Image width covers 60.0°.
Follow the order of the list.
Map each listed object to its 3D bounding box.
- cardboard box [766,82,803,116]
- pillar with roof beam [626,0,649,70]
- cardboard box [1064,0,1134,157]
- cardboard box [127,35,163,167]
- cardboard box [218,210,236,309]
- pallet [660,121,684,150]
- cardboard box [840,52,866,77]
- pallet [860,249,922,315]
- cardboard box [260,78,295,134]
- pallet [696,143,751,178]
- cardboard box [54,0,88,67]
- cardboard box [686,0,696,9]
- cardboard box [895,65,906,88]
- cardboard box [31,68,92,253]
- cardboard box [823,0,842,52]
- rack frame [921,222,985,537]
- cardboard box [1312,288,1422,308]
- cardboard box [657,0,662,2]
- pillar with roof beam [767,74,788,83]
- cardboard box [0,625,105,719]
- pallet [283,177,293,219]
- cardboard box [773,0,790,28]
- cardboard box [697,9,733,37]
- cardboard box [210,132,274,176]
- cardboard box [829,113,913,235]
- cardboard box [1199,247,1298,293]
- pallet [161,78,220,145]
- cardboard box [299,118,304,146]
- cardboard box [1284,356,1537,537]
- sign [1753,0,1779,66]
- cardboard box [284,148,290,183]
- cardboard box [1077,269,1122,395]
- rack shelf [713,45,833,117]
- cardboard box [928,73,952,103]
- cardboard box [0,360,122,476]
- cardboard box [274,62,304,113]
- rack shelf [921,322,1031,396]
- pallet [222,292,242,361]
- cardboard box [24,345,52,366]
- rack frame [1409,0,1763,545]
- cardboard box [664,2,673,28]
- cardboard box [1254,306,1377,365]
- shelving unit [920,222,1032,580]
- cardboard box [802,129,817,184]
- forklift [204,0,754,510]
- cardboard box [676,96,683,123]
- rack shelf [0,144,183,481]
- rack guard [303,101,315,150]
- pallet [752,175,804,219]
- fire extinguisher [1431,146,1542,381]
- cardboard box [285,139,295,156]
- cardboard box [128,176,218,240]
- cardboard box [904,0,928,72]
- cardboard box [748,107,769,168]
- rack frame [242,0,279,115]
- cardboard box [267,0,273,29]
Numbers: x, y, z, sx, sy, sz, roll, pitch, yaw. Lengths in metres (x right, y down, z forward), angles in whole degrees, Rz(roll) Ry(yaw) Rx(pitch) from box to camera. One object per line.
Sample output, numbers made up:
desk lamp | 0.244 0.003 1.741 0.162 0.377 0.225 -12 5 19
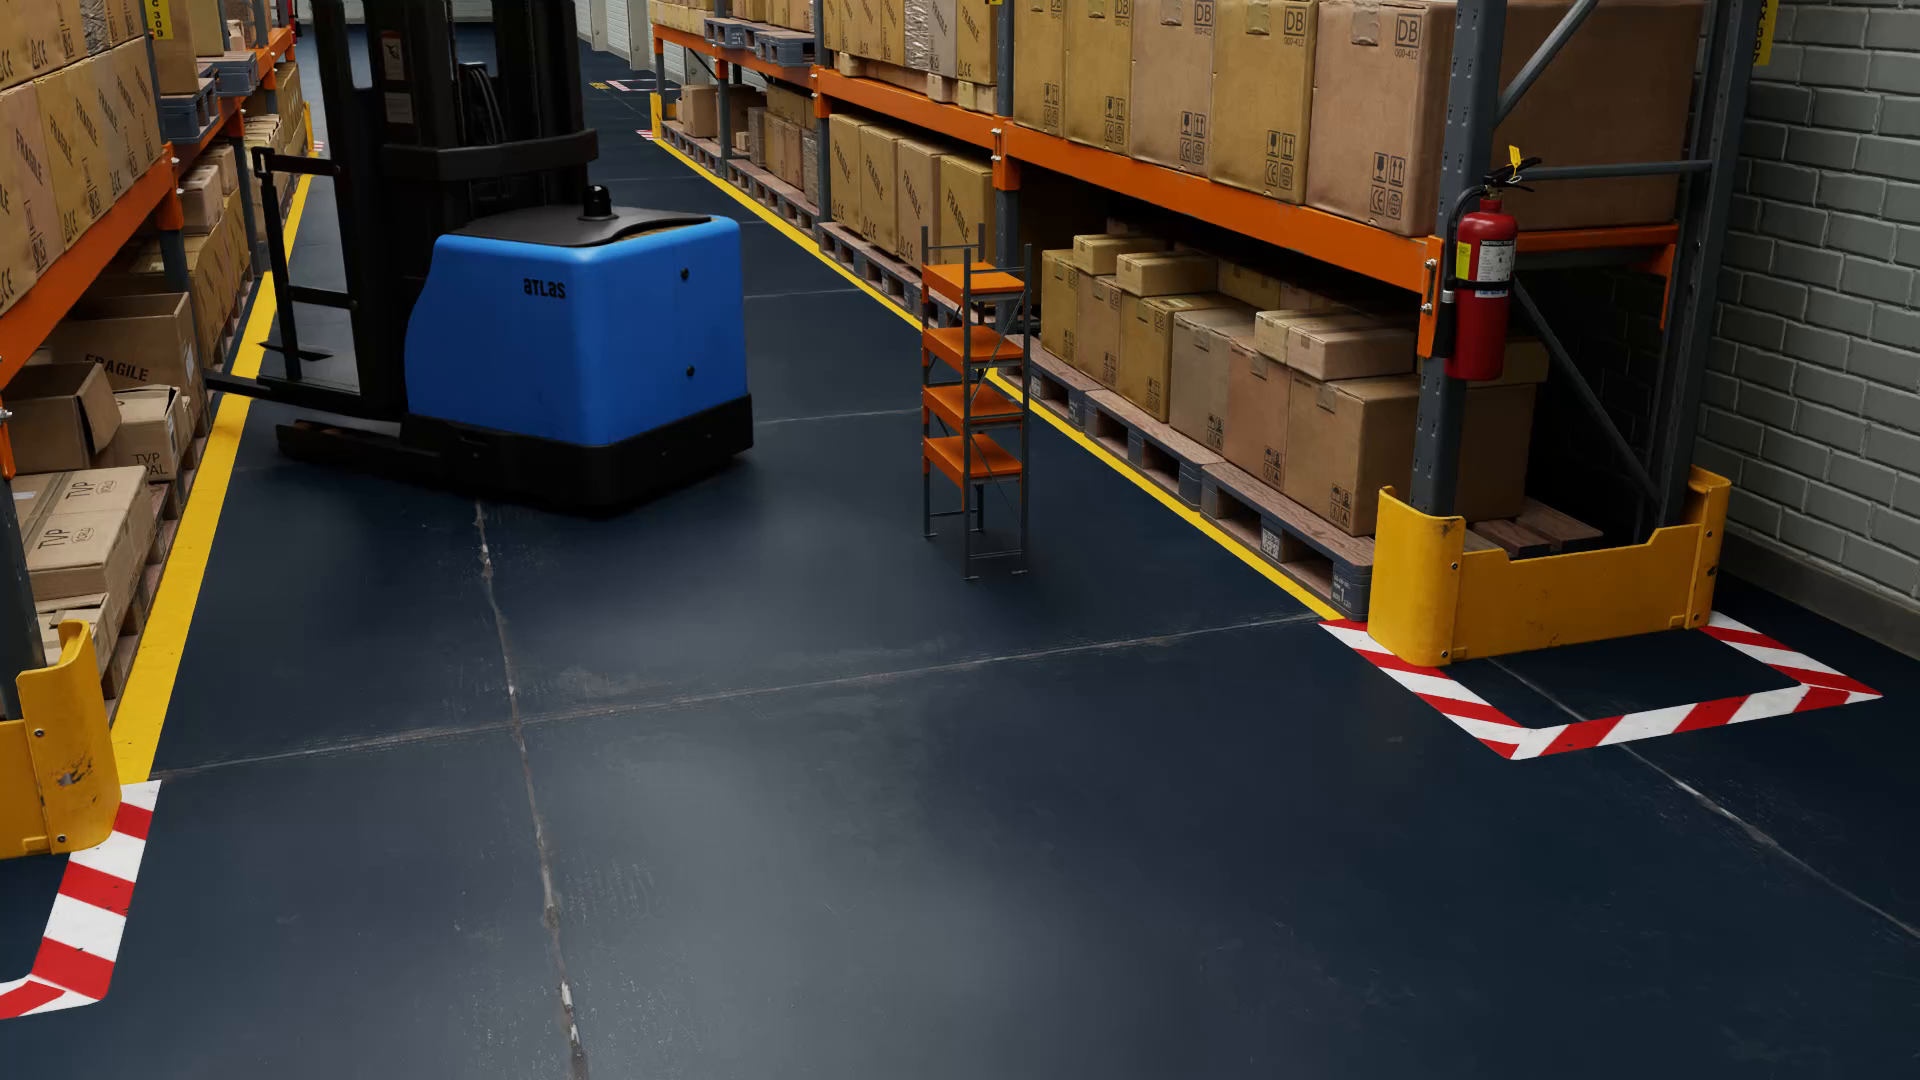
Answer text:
cardboard box | -1.442 -3.985 15.010 0.500 0.250 0.500 -7 21 -18
pillar with roof beam | -9.905 -12.344 27.472 9.100 9.000 0.400 -6 21 -17
cardboard box | 1.063 -2.140 7.492 0.980 0.700 0.700 -7 21 -19
cardboard box | -3.617 -1.796 6.830 0.500 0.500 0.500 -6 21 -16
cardboard box | -4.425 -1.587 9.444 0.500 0.500 0.500 -7 21 -19
pallet | -2.842 -4.659 19.075 1.003 0.211 1.213 -6 21 -17
cardboard box | -0.616 -3.278 11.446 0.380 0.149 0.250 -6 21 -16
pallet | -0.017 -1.729 10.917 1.003 0.211 1.213 -6 21 -17
cardboard box | -6.545 -4.047 15.584 0.500 0.500 0.500 -6 21 -17
pallet | -2.075 -3.876 16.895 1.003 0.211 1.213 -6 21 -17
cardboard box | -3.134 -1.777 5.299 0.500 0.500 0.500 -7 21 -18
cardboard box | -2.435 -5.547 16.504 0.500 0.500 0.500 -7 21 -18
cardboard box | -0.197 -2.963 10.569 0.380 0.149 0.250 -6 21 -17
cardboard box | -2.972 -1.142 5.010 0.500 0.500 0.500 -6 21 -17
cardboard box | -0.664 -3.706 11.680 0.500 0.500 0.500 -6 21 -16
rack frame | -0.025 -0.590 6.284 0.240 1.200 0.015 -6 21 -17
cardboard box | 1.617 -0.890 6.574 0.380 0.149 0.250 -6 21 -17
cardboard box | -3.077 -6.207 18.343 0.500 0.500 0.500 -6 21 -17
pillar with roof beam | -6.133 -8.493 16.751 9.100 9.000 0.400 -6 21 -17
cardboard box | -2.566 0.366 4.527 0.380 0.149 0.250 -6 21 -17
pallet | -6.263 -2.904 14.190 1.003 0.211 1.213 -6 21 -17
cardboard box | -1.143 -4.494 13.692 0.700 0.500 0.500 -6 21 -17
cardboard box | -2.267 -5.035 16.189 0.500 0.250 0.500 -6 21 -17
cardboard box | -5.654 -3.029 13.028 0.500 0.311 0.500 -7 21 -18
cardboard box | -0.467 -2.629 11.857 0.750 0.750 0.750 -7 21 -18
cardboard box | 1.294 -1.218 7.487 0.380 0.149 0.250 -6 21 -17
pallet | -4.165 -2.059 7.996 1.003 0.211 1.213 -6 21 -17
cardboard box | -7.013 -4.176 17.052 0.500 0.250 0.500 -6 21 -17
cardboard box | 1.626 -0.361 6.060 0.700 0.500 0.500 -6 21 -17
sign | 2.470 -1.627 5.112 0.100 0.325 0.005 -6 21 -17
cardboard box | -6.126 -3.250 14.474 0.500 0.250 0.500 -7 21 -18
cardboard box | 0.976 -1.018 7.890 0.700 0.500 0.500 -7 21 -18
rack shelf | -1.202 -3.996 14.169 1.077 0.370 4.000 -6 21 -17
cardboard box | 0.030 -2.624 9.626 0.380 0.149 0.250 -6 21 -17
cardboard box | -3.422 -0.311 5.888 0.797 0.503 0.637 -6 21 -17
cardboard box | -7.338 -4.849 17.815 0.500 0.500 0.500 -6 21 -17
rack shelf | 0.052 -0.659 6.013 0.258 0.148 0.480 -6 21 -17
pallet | -4.696 -1.218 9.497 1.003 0.211 1.213 -6 21 -17
cardboard box | -4.091 -0.666 7.159 0.500 0.311 0.500 -6 21 -17
rack frame | 1.941 -1.126 5.113 1.000 3.000 0.127 -6 21 -17
cardboard box | -2.905 -5.679 17.983 0.500 0.250 0.500 -7 21 -18
cardboard box | 1.332 -0.770 6.239 0.380 0.149 0.250 -6 21 -16
shelving unit | 0.052 -0.512 6.066 0.258 1.200 0.503 -6 21 -17
cardboard box | -0.901 -3.127 13.731 0.700 0.500 0.500 -6 21 -17
forklift | -2.450 -1.847 7.223 3.031 2.935 1.130 11 23 28
cardboard box | -2.956 -4.970 19.143 0.500 0.311 0.500 -9 22 -23
rack shelf | -3.389 -0.901 5.553 1.077 0.370 4.000 -6 21 -17
rack guard | -7.797 -4.564 18.383 1.175 0.500 0.348 -6 21 -17
pallet | -1.197 -3.022 14.518 1.003 0.211 1.213 -6 21 -17
fire extinguisher | 1.551 -0.816 4.918 0.296 0.674 0.183 -6 21 -17
cardboard box | -6.390 -3.533 15.263 0.500 0.250 0.500 -6 21 -17
cardboard box | -4.252 -1.767 8.837 0.500 0.250 0.500 -6 21 -17
cardboard box | -0.020 -3.052 9.858 0.500 0.500 0.500 -6 21 -17
cardboard box | -1.583 -3.773 15.529 0.700 0.500 0.500 -6 21 -15
rack frame | -6.532 -4.449 14.365 1.000 3.000 0.127 -6 21 -17
cardboard box | -7.655 -5.628 17.501 0.700 0.500 0.500 -6 21 -17
